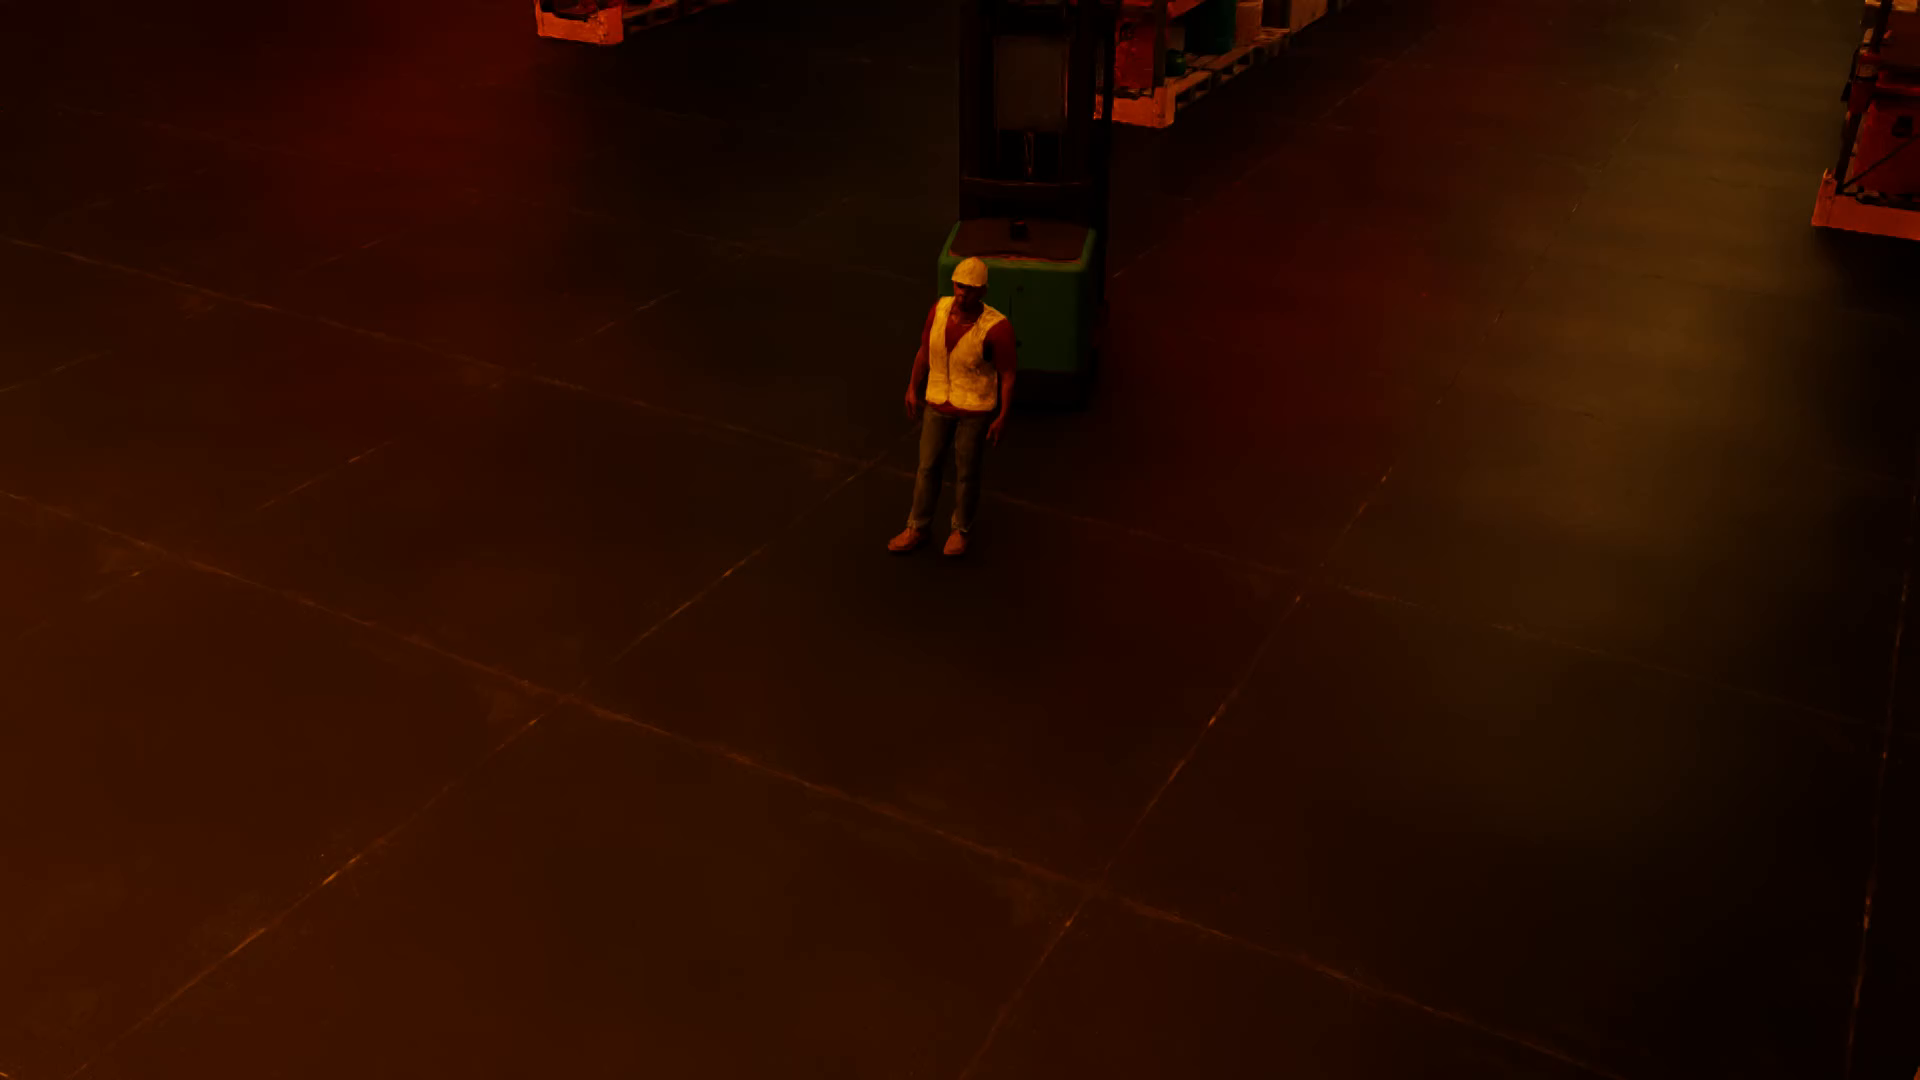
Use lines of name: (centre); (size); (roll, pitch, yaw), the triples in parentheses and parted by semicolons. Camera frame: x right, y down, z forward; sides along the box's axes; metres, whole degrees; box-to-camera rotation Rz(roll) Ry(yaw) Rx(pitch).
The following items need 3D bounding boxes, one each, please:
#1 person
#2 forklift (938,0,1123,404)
person: (-0.038, -0.742, 9.507); (0.665, 1.766, 0.576); (15, 33, 25)
forklift: (0.574, -2.924, 12.137); (1.130, 2.935, 3.031); (4, 30, 8)
